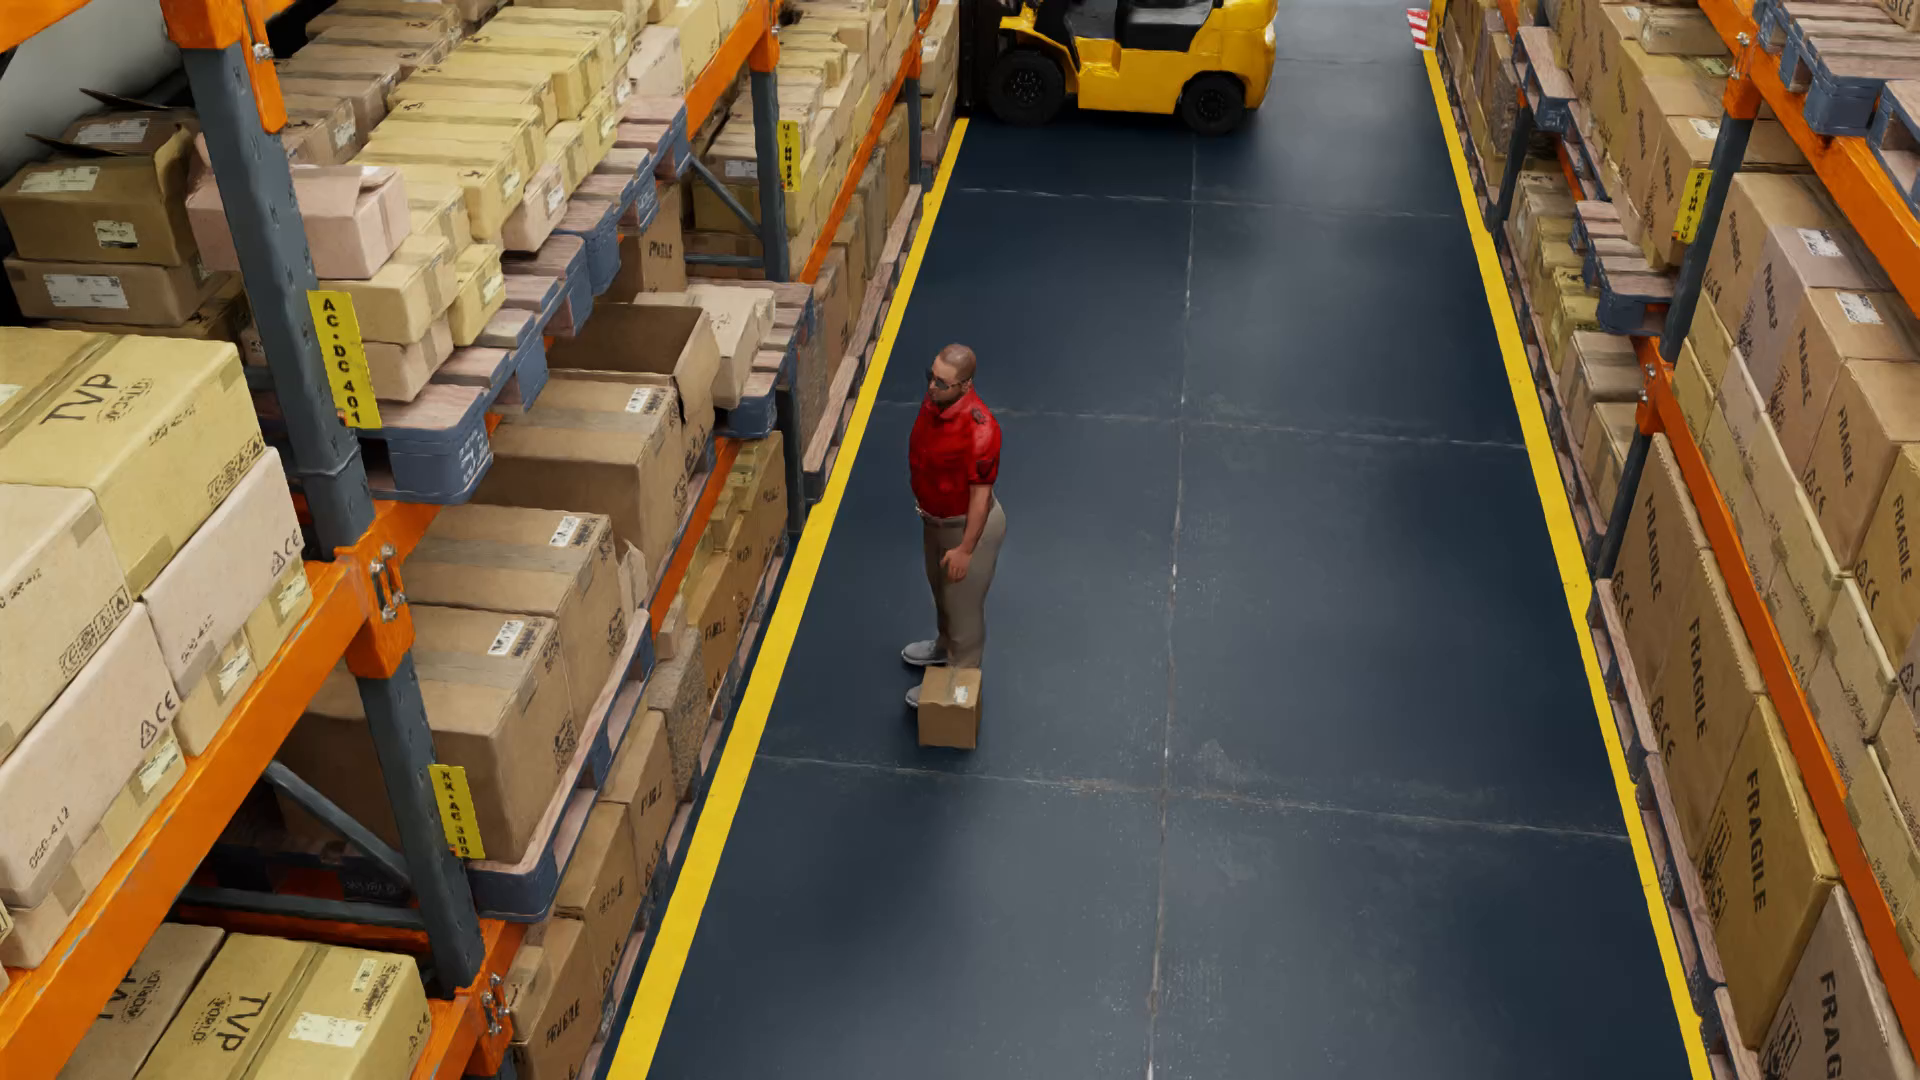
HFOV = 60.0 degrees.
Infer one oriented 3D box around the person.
[{"bbox_3d":[-0.081,-0.070,7.113,0.477,1.737,0.596,-16,39,-21],"label":"person"}]
